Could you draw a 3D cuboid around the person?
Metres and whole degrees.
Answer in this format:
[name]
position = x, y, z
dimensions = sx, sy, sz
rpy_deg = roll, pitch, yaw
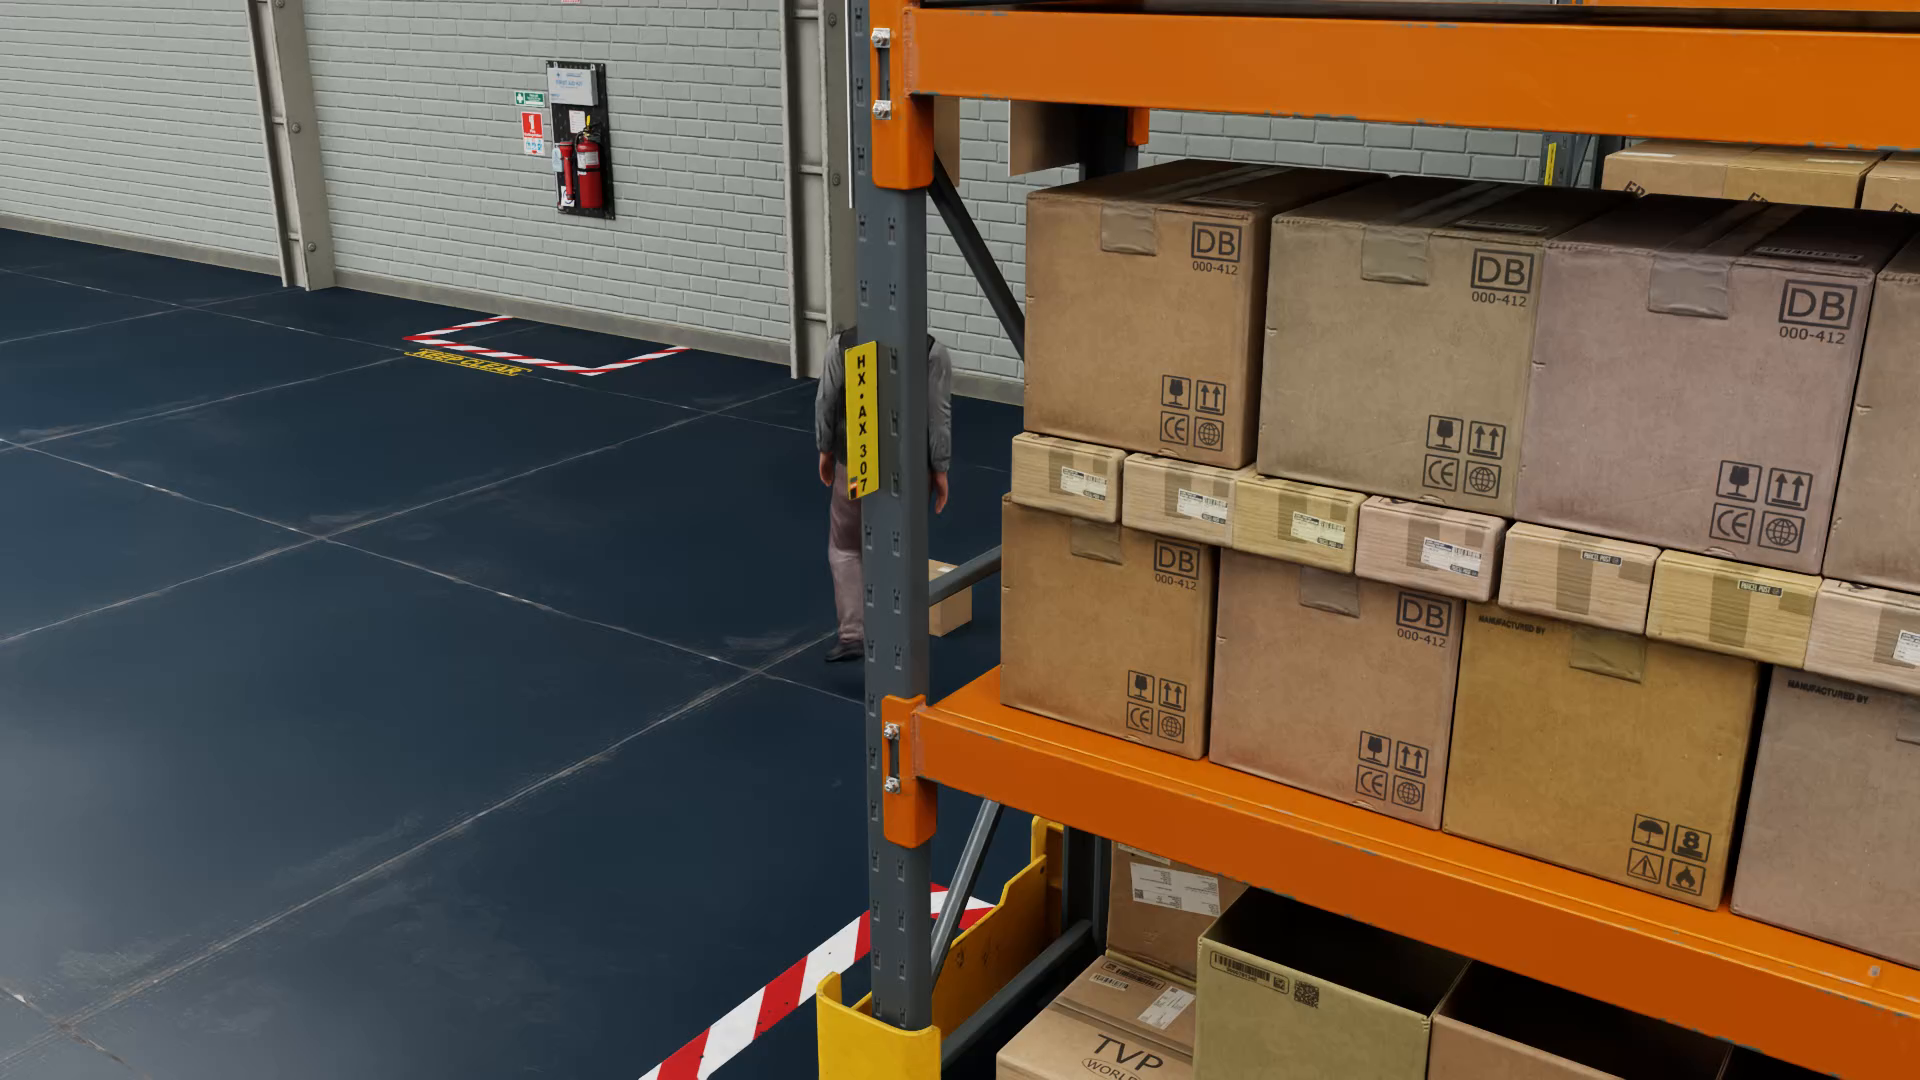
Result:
[person]
position = -0.316, -0.229, 6.860
dimensions = 0.567, 1.622, 0.602
rpy_deg = 0, 20, 1
